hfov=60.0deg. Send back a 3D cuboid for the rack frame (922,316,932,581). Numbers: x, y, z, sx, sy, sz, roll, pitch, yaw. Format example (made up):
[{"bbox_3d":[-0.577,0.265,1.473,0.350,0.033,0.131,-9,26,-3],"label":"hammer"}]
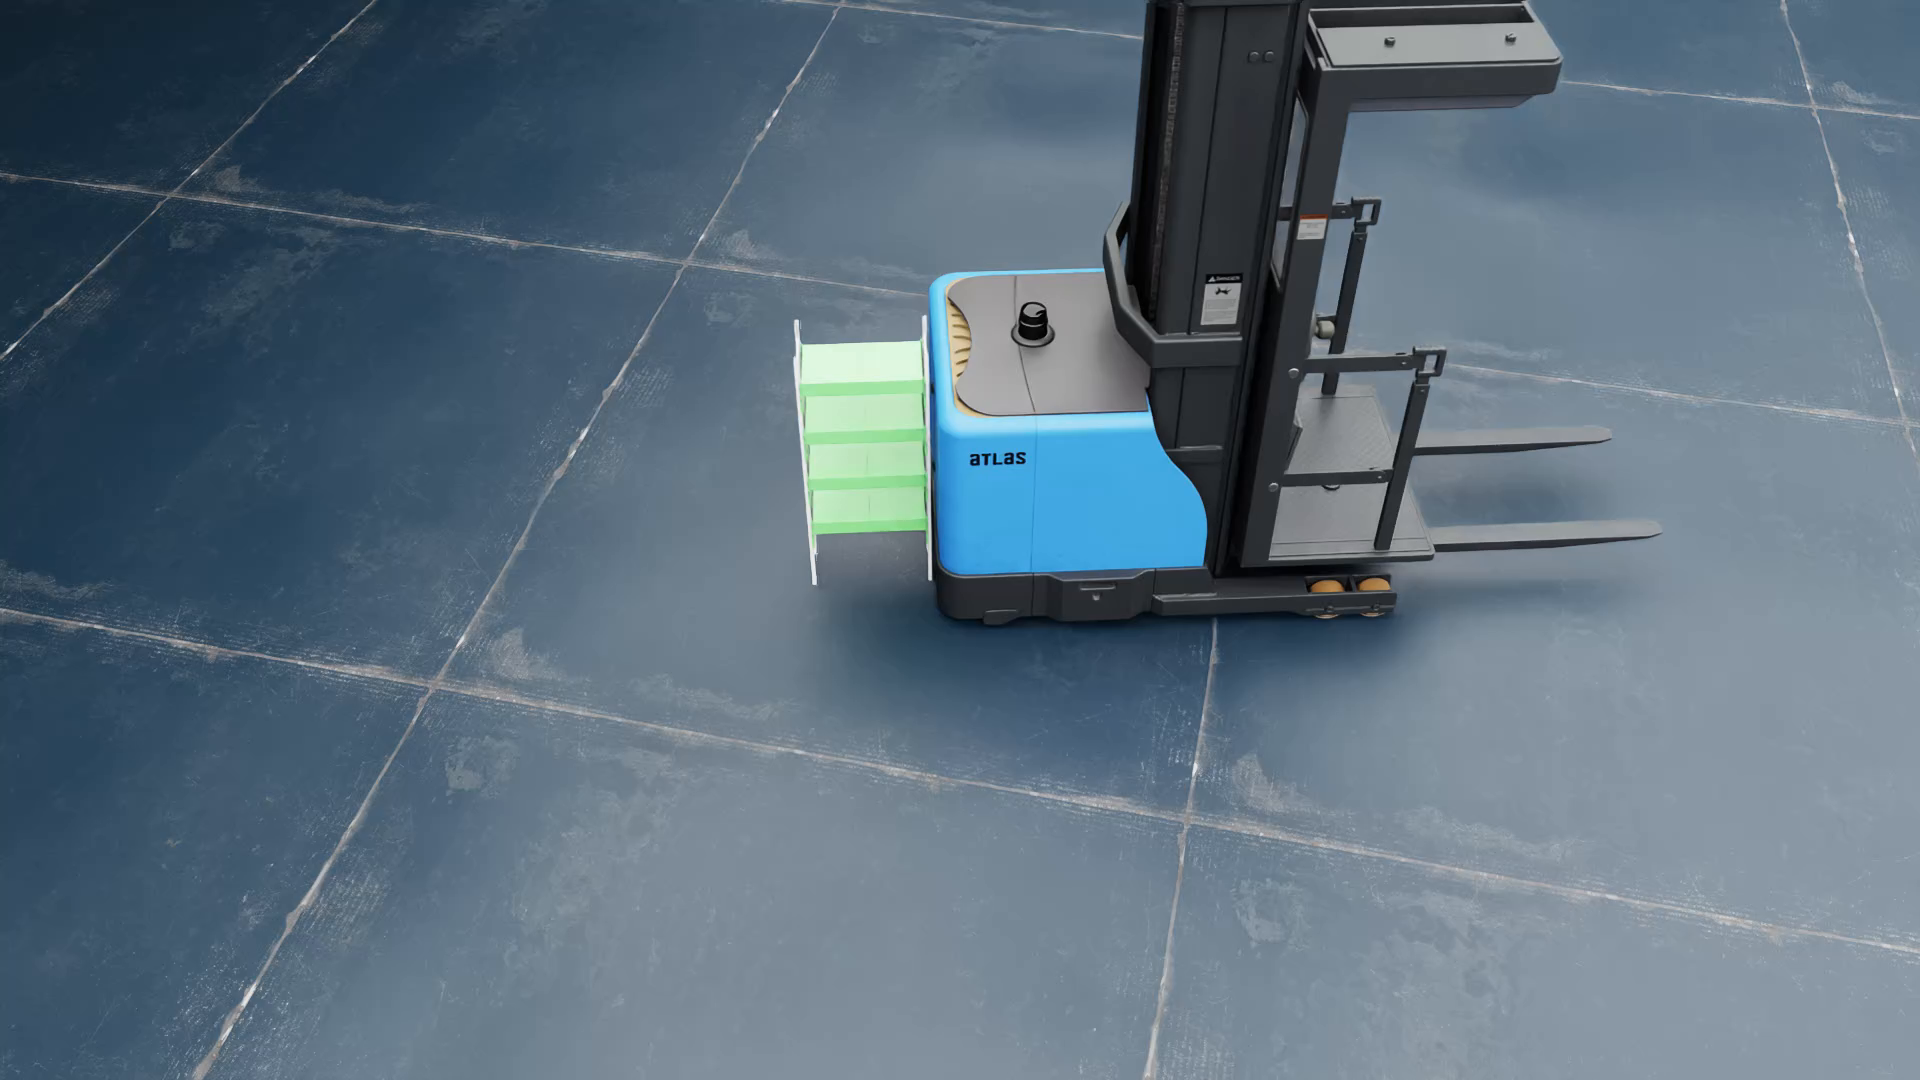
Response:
[{"bbox_3d":[-0.132,-0.344,6.702,0.015,1.200,0.240,-2,44,-2],"label":"rack frame"}]

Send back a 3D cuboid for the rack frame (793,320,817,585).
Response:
[{"bbox_3d":[-0.619,-0.325,6.682,0.015,1.200,0.240,-2,44,-2],"label":"rack frame"}]

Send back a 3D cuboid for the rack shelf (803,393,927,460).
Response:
[{"bbox_3d":[-0.376,-0.461,6.570,0.480,0.148,0.258,-2,44,-2],"label":"rack shelf"}]

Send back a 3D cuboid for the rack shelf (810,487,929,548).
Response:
[{"bbox_3d":[-0.376,-0.115,6.903,0.480,0.148,0.258,-2,44,-2],"label":"rack shelf"}]

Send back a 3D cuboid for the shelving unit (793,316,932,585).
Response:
[{"bbox_3d":[-0.376,-0.334,6.692,0.503,1.200,0.258,-2,44,-2],"label":"shelving unit"}]

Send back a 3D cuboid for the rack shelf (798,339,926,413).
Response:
[{"bbox_3d":[-0.376,-0.634,6.404,0.480,0.148,0.258,-2,44,-2],"label":"rack shelf"}]

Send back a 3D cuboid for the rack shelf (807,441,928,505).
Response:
[{"bbox_3d":[-0.376,-0.288,6.736,0.480,0.148,0.258,-2,44,-2],"label":"rack shelf"}]

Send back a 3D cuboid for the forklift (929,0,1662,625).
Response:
[{"bbox_3d":[1.396,-1.099,6.238,3.031,2.935,1.130,-2,44,-2],"label":"forklift"}]
